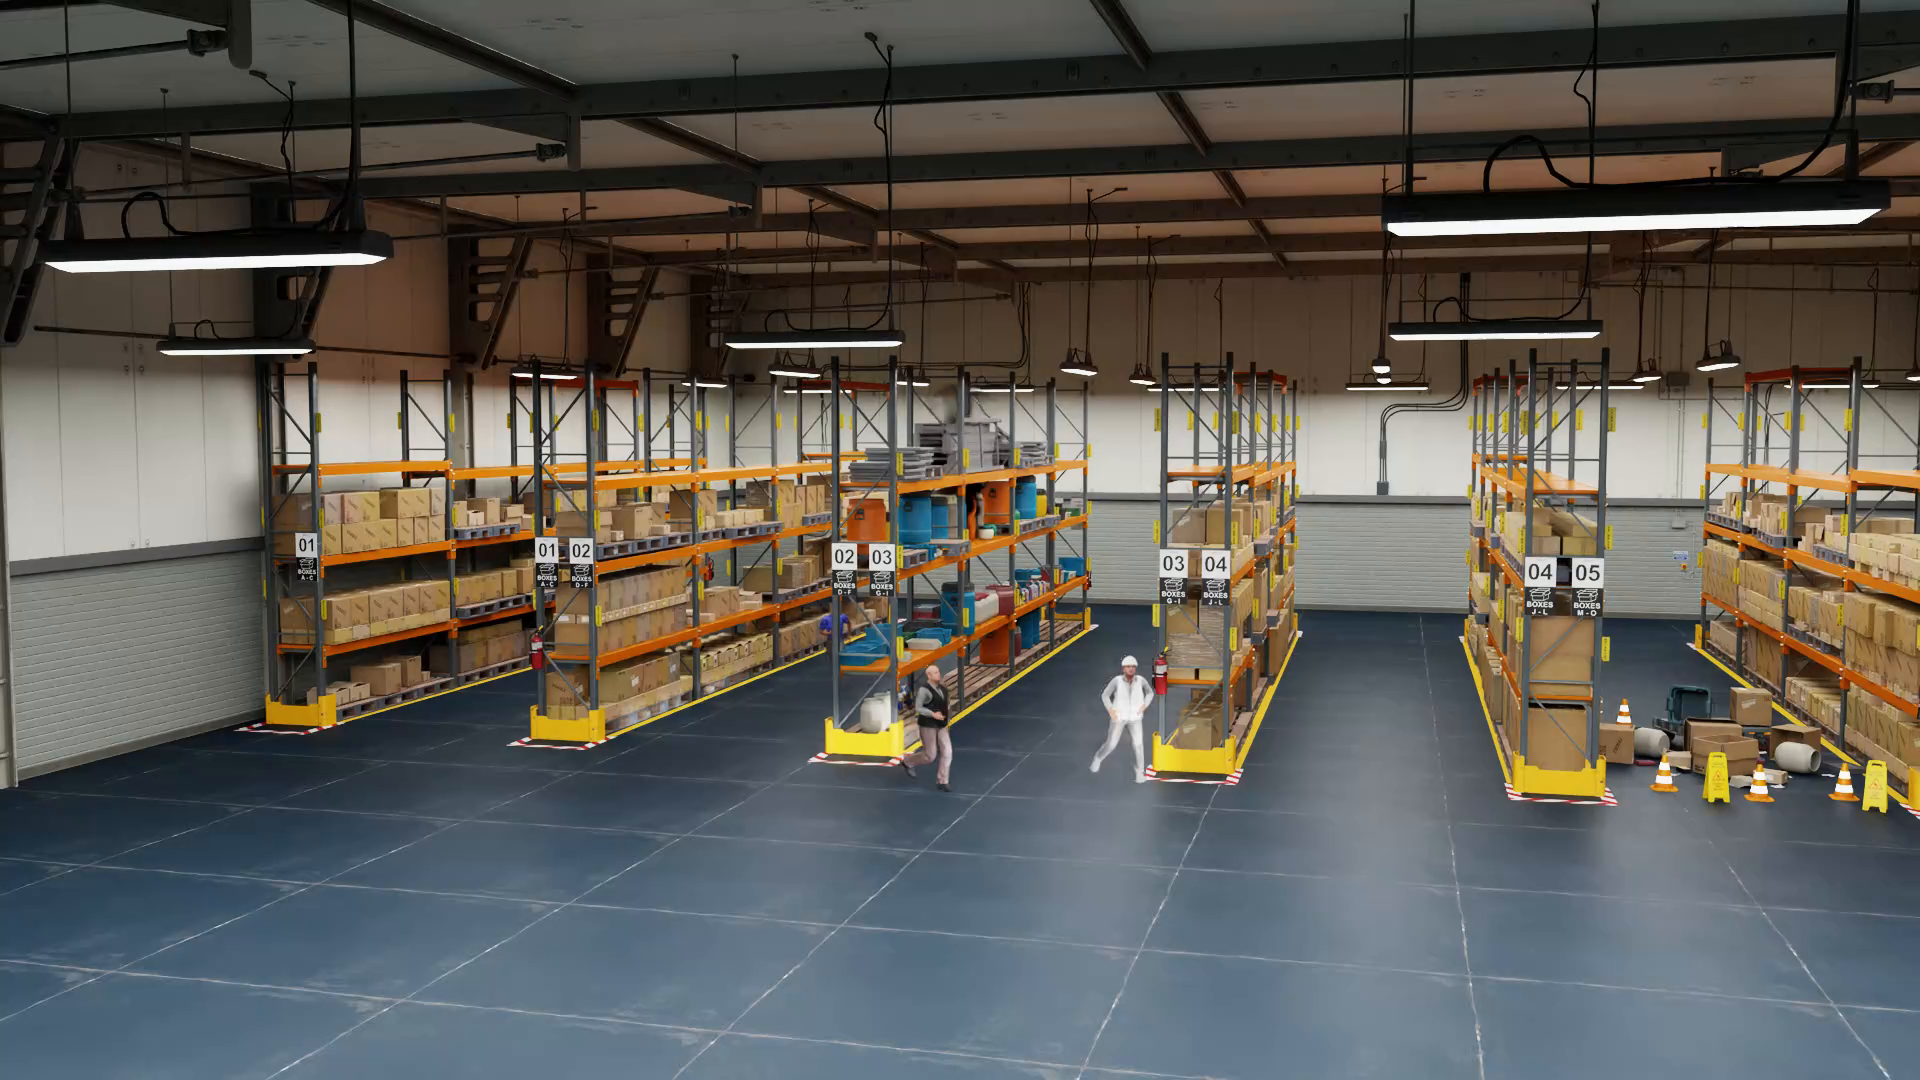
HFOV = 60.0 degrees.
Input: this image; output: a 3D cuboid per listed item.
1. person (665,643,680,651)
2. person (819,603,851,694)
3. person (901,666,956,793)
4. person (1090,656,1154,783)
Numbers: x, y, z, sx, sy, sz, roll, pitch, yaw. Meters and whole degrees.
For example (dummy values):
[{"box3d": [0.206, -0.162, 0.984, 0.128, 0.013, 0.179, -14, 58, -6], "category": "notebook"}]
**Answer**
[{"box3d": [-5.868, 1.817, 33.648, 0.696, 1.731, 1.053, 1, 4, 11], "category": "person"}, {"box3d": [-2.344, 1.995, 31.170, 0.599, 1.693, 0.918, 0, 4, -3], "category": "person"}, {"box3d": [-0.411, 2.574, 22.732, 0.853, 1.736, 0.668, 3, 5, 37], "category": "person"}, {"box3d": [2.302, 2.508, 23.405, 0.879, 1.774, 0.715, 0, 4, -6], "category": "person"}]
